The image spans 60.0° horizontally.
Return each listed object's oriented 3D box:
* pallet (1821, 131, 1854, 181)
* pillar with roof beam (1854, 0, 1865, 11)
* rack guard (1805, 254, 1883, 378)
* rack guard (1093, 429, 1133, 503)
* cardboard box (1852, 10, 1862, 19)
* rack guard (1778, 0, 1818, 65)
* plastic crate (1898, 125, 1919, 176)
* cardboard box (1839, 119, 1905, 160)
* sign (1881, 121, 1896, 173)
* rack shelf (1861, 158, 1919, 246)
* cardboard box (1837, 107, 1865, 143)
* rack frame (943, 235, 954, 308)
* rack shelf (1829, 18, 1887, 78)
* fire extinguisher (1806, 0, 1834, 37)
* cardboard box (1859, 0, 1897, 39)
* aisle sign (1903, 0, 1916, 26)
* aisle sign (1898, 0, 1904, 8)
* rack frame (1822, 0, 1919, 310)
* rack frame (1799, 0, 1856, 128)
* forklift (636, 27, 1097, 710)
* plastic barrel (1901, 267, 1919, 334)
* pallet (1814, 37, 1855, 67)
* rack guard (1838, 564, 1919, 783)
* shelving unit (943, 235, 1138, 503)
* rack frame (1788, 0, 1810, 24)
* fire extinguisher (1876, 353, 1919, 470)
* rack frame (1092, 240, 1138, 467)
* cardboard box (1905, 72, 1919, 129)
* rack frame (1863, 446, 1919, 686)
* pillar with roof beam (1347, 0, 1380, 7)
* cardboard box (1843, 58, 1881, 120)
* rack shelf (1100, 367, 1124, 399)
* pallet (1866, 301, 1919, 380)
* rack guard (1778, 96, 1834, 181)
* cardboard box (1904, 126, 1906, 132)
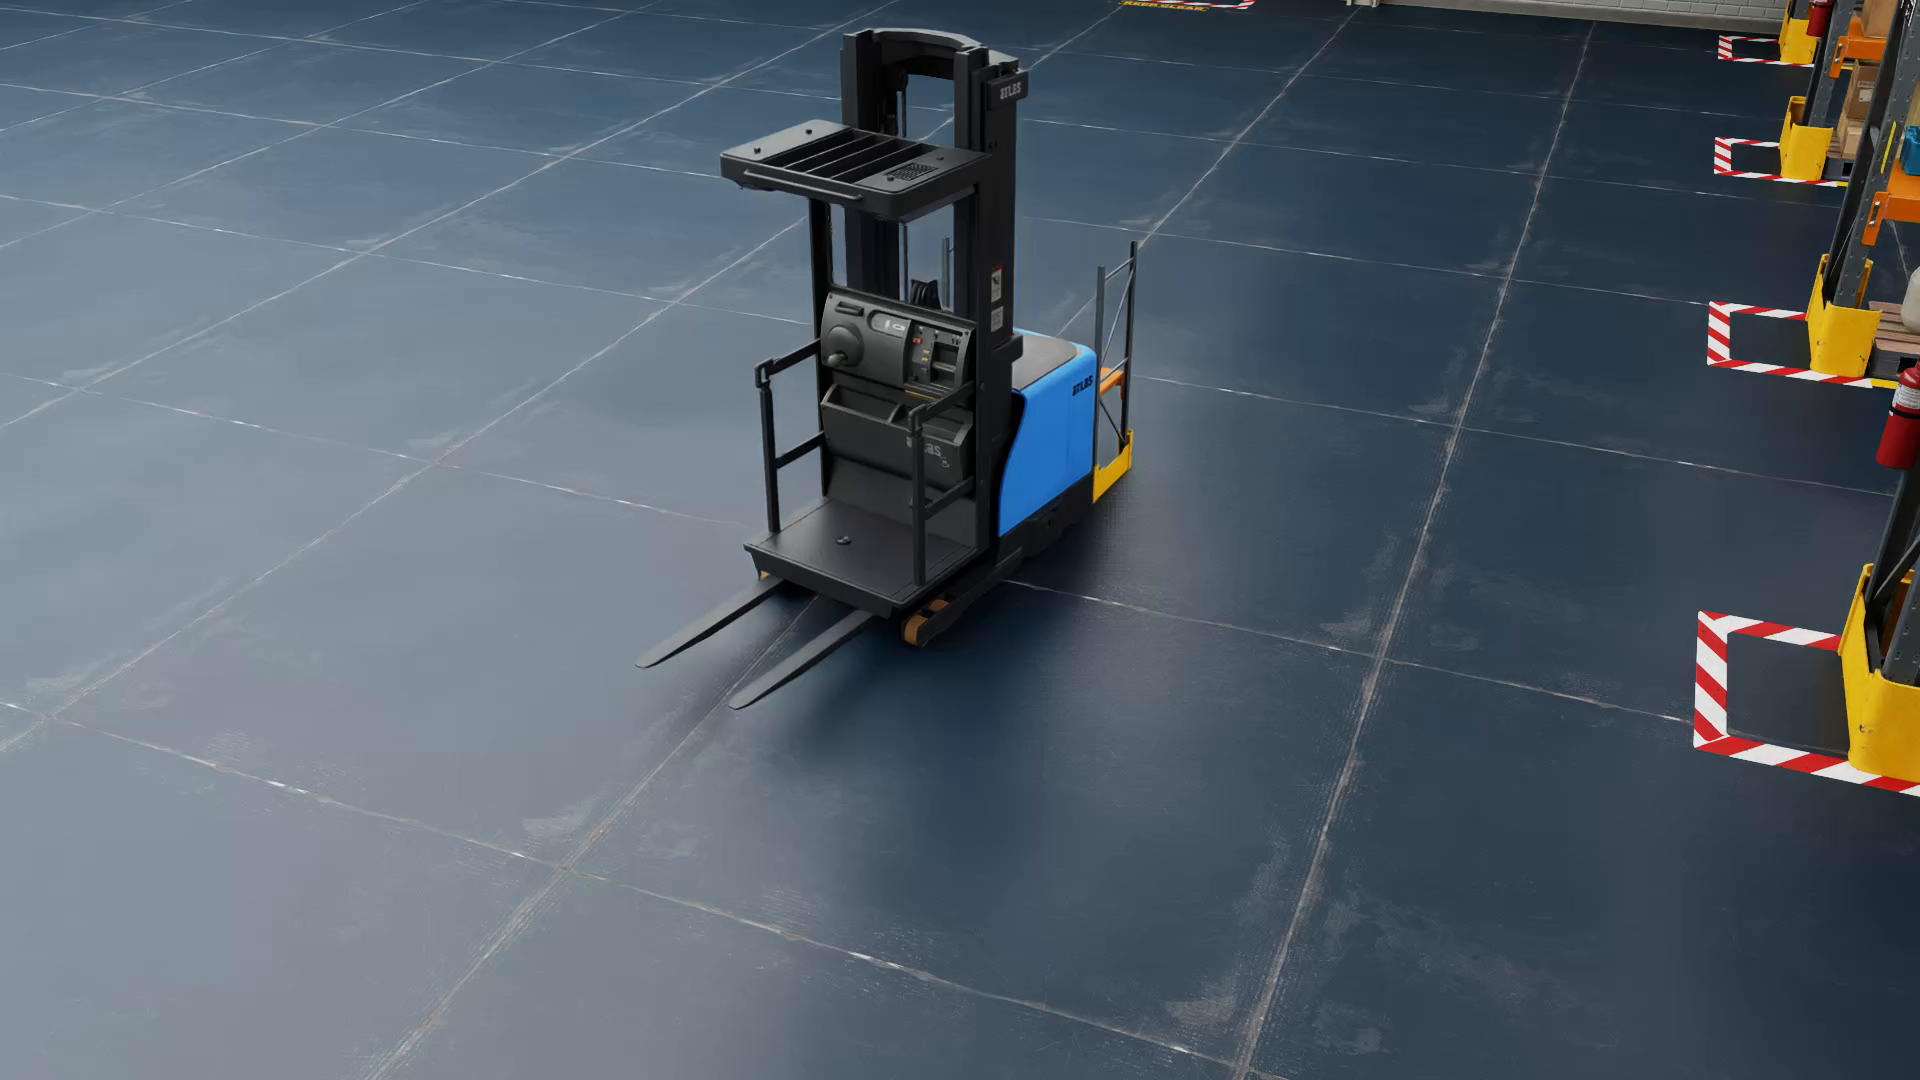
[{"bbox_3d":[8.956,-3.654,16.001,1.213,0.211,1.003,11,31,19],"label":"pallet"},{"bbox_3d":[9.446,-8.164,15.048,0.400,9.000,9.100,11,31,19],"label":"pillar with roof beam"},{"bbox_3d":[6.454,-1.652,12.165,0.348,0.500,1.175,11,31,19],"label":"rack guard"},{"bbox_3d":[0.917,-0.467,10.322,0.087,0.250,0.587,15,33,25],"label":"rack guard"},{"bbox_3d":[10.698,-6.102,19.783,0.500,0.311,0.500,8,30,13],"label":"cardboard box"},{"bbox_3d":[10.161,-6.148,20.119,0.348,0.500,1.175,11,31,19],"label":"rack guard"},{"bbox_3d":[6.942,-2.712,11.651,0.616,0.251,0.499,11,31,19],"label":"plastic crate"},{"bbox_3d":[8.645,-3.776,15.750,0.500,0.250,0.500,11,31,19],"label":"cardboard box"},{"bbox_3d":[6.155,-2.603,11.026,0.005,0.325,0.100,11,31,19],"label":"sign"},{"bbox_3d":[8.219,-2.050,11.059,4.000,0.370,1.077,11,31,19],"label":"rack shelf"},{"bbox_3d":[8.840,-4.012,16.167,0.500,0.250,0.500,11,31,19],"label":"cardboard box"},{"bbox_3d":[0.031,-1.255,10.446,0.032,1.500,0.500,15,33,25],"label":"rack frame"},{"bbox_3d":[10.085,-4.308,15.054,4.000,0.370,1.077,11,31,19],"label":"rack shelf"},{"bbox_3d":[8.297,-5.191,15.964,0.183,0.674,0.296,11,31,19],"label":"fire extinguisher"},{"bbox_3d":[8.660,-4.942,15.344,0.500,0.500,0.700,11,31,19],"label":"cardboard box"},{"bbox_3d":[6.189,-3.744,10.684,0.004,0.787,0.394,11,31,19],"label":"aisle sign"},{"bbox_3d":[6.411,-4.013,11.160,0.004,0.787,0.394,11,31,19],"label":"aisle sign"},{"bbox_3d":[6.366,-2.733,11.537,0.127,3.000,1.000,11,31,19],"label":"rack frame"},{"bbox_3d":[8.232,-4.991,15.531,0.127,3.000,1.000,11,31,19],"label":"rack frame"},{"bbox_3d":[-0.461,-0.982,8.509,1.130,2.935,3.031,19,35,30],"label":"forklift"},{"bbox_3d":[7.005,-1.746,11.892,0.421,0.512,0.421,0,29,0],"label":"plastic barrel"},{"bbox_3d":[10.901,-5.856,19.895,1.213,0.211,1.003,11,31,19],"label":"pallet"},{"bbox_3d":[4.574,0.628,8.131,0.348,0.500,1.175,11,31,19],"label":"rack guard"},{"bbox_3d":[0.482,-1.130,10.226,1.083,1.500,0.587,15,33,25],"label":"shelving unit"},{"bbox_3d":[10.091,-7.250,19.529,0.127,3.000,1.000,11,31,19],"label":"rack frame"},{"bbox_3d":[4.571,-0.672,7.969,0.183,0.674,0.296,11,31,19],"label":"fire extinguisher"},{"bbox_3d":[0.918,-1.011,10.014,0.032,1.500,0.500,15,33,25],"label":"rack frame"},{"bbox_3d":[9.109,-4.011,15.403,0.500,0.500,0.500,11,31,19],"label":"cardboard box"},{"bbox_3d":[4.504,-0.475,7.541,0.127,3.000,1.000,11,31,19],"label":"rack frame"},{"bbox_3d":[3.886,-9.274,17.012,0.400,9.000,9.100,11,31,19],"label":"pillar with roof beam"},{"bbox_3d":[8.841,-4.339,15.985,0.500,0.500,0.500,11,31,19],"label":"cardboard box"},{"bbox_3d":[0.474,-0.976,10.318,1.000,0.185,0.538,15,33,25],"label":"rack shelf"},{"bbox_3d":[7.205,-1.374,11.966,1.213,0.211,1.003,11,31,19],"label":"pallet"},{"bbox_3d":[8.210,-3.907,16.154,0.348,0.500,1.175,11,31,19],"label":"rack guard"},{"bbox_3d":[9.110,-3.685,15.589,0.500,0.250,0.500,11,31,19],"label":"cardboard box"}]
